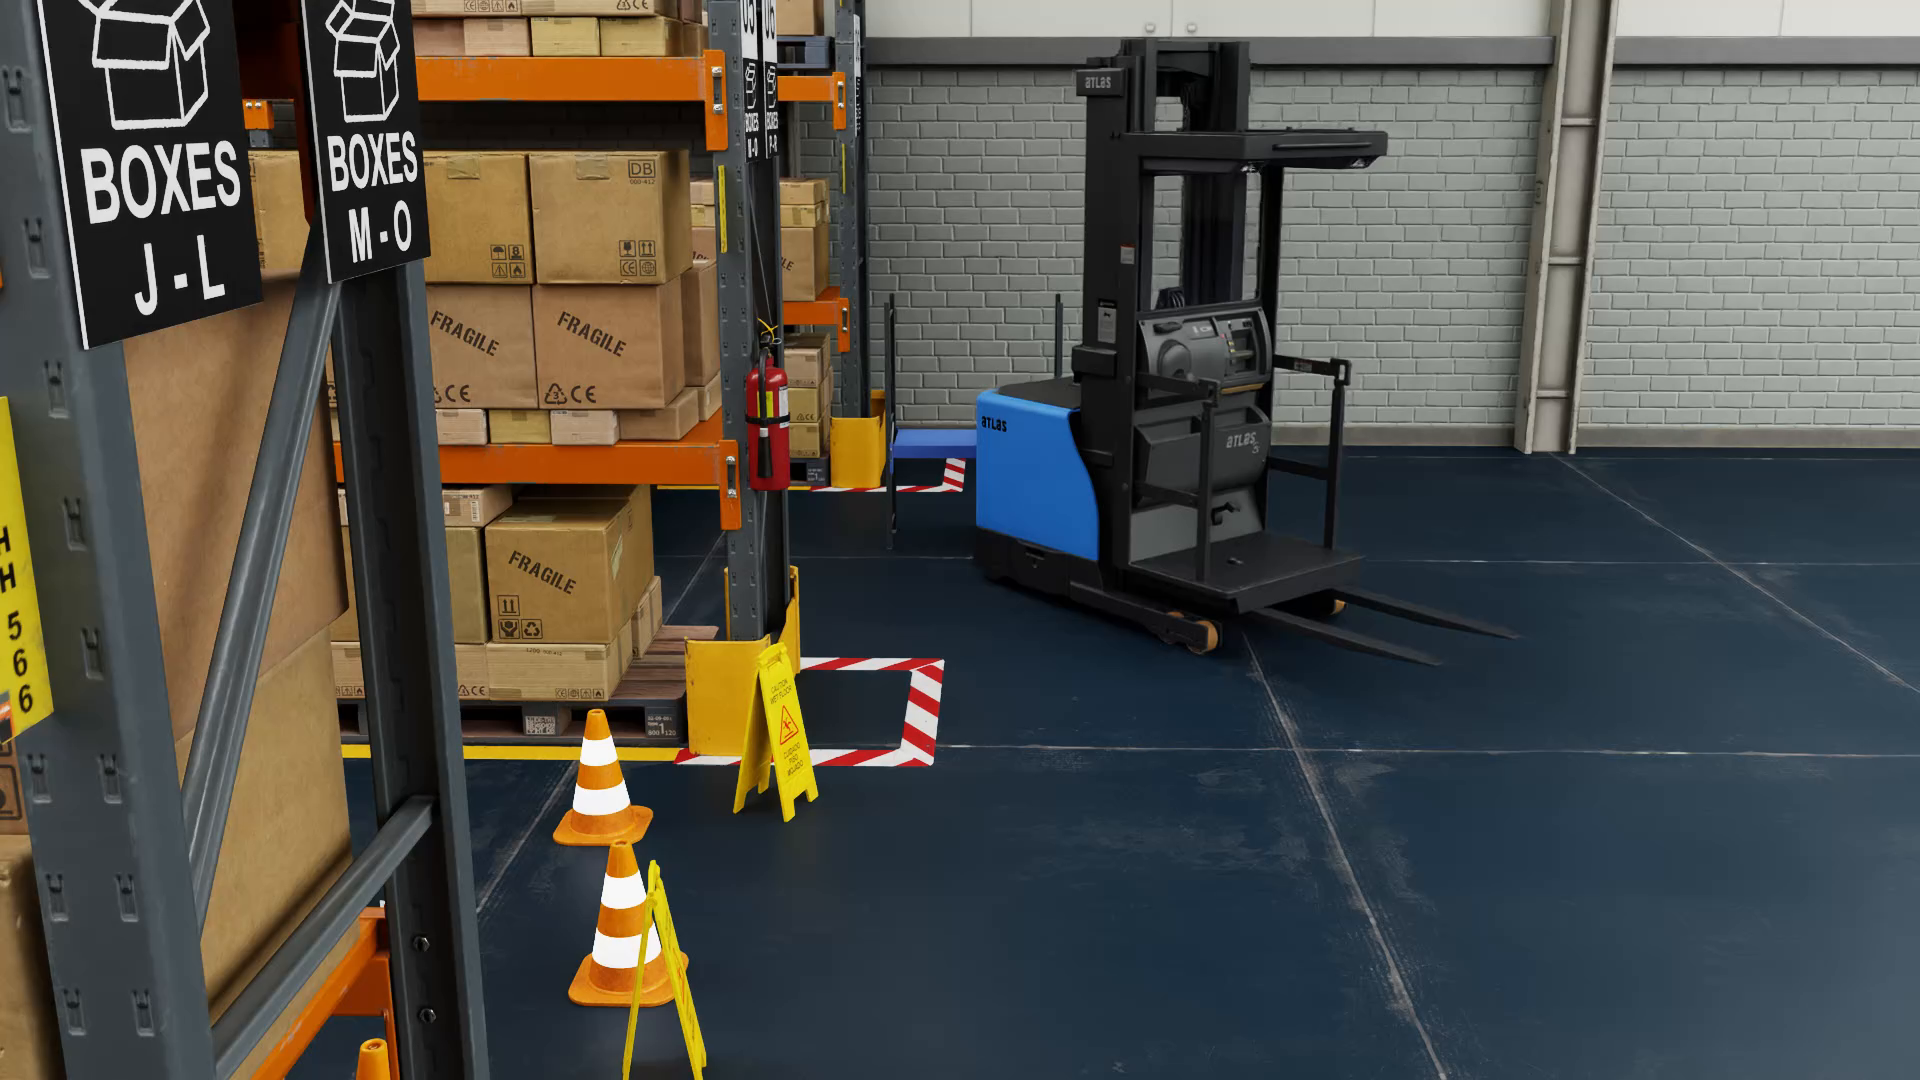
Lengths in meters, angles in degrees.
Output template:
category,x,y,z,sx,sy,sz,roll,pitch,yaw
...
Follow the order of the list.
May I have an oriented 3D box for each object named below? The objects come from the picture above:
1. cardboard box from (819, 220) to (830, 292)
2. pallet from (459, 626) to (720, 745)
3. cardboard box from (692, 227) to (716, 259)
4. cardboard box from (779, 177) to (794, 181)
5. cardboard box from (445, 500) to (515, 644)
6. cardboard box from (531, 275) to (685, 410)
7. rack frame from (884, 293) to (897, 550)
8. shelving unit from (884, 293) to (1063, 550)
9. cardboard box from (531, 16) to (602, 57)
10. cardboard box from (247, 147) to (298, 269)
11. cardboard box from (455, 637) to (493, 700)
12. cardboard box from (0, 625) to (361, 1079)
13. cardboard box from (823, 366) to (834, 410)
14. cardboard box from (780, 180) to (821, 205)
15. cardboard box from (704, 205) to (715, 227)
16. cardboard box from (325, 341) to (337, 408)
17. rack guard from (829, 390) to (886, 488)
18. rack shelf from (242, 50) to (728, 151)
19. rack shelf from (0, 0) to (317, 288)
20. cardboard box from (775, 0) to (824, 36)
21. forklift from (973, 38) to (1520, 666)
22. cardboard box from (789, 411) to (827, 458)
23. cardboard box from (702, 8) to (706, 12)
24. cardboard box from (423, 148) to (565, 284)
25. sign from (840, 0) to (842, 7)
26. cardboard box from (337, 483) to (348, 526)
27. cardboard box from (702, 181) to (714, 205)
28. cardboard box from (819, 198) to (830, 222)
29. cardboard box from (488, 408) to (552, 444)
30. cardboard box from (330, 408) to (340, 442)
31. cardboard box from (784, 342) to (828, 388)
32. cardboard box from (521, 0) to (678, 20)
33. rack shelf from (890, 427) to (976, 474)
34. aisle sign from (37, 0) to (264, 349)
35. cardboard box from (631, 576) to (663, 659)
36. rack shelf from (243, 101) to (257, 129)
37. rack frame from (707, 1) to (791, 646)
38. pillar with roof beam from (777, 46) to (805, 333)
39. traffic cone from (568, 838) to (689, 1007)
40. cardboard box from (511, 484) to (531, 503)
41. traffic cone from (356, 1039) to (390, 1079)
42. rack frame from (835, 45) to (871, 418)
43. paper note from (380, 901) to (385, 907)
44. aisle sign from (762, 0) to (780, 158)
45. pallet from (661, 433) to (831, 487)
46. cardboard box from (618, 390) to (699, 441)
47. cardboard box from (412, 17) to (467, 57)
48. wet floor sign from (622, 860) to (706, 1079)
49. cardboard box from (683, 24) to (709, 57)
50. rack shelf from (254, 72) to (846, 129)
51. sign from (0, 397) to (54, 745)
category,x,y,z,sx,sy,sz,roll,pitch,yaw
cardboard box,-1.241,-2.086,12.171,0.500,0.500,0.500,1,15,3
pallet,-1.763,0.636,7.517,1.213,0.211,1.003,0,15,1
cardboard box,-1.770,-1.954,11.670,0.500,0.500,0.500,1,15,3
cardboard box,-1.347,-2.544,12.051,0.250,0.149,0.380,1,15,3
cardboard box,-2.205,0.125,7.084,0.500,0.500,0.500,1,15,4
cardboard box,-1.425,-0.823,6.801,0.500,0.500,0.500,0,15,0
rack frame,-0.423,-0.728,10.159,0.032,1.500,0.500,0,15,1
shelving unit,0.085,-0.725,10.147,1.048,1.500,0.538,0,15,1
cardboard box,-1.489,-1.951,6.467,0.250,0.149,0.380,0,15,2
cardboard box,-2.905,-1.342,6.808,0.500,0.500,0.700,0,15,1
cardboard box,-2.208,0.487,7.183,0.500,0.250,0.500,0,15,2
cardboard box,-1.273,0.502,2.264,0.550,0.550,0.875,0,15,1
cardboard box,-1.218,-1.135,12.349,0.500,0.250,0.500,1,15,2
cardboard box,-1.116,-2.418,11.575,0.250,0.149,0.380,0,15,2
cardboard box,-1.621,-2.268,11.588,0.250,0.149,0.380,1,15,2
cardboard box,-2.426,-0.832,6.834,0.500,0.500,0.500,0,15,1
rack guard,-0.729,-0.755,12.221,0.348,0.500,1.175,0,15,1
rack shelf,-2.875,-1.813,6.863,4.000,0.370,1.077,0,15,1
rack shelf,-2.901,-0.550,2.076,4.000,0.370,1.077,0,15,1
cardboard box,-1.202,-3.655,11.217,0.500,0.500,0.500,1,15,3
forklift,1.399,-0.999,8.381,1.130,2.935,3.031,-12,19,-38
cardboard box,-1.231,-0.760,11.906,0.500,0.250,0.500,0,15,2
cardboard box,-1.842,-3.530,11.204,0.258,0.266,0.396,0,15,2
cardboard box,-1.898,-1.326,6.748,0.500,0.500,0.700,1,15,2
sign,-0.781,-3.666,10.893,0.005,0.325,0.100,0,15,1
cardboard box,-2.567,-0.176,6.953,0.250,0.149,0.380,1,15,4
cardboard box,-1.626,-2.407,11.531,0.250,0.149,0.380,1,15,3
cardboard box,-1.085,-2.394,12.067,0.250,0.149,0.380,0,15,0
cardboard box,-1.767,-0.505,6.866,0.250,0.149,0.380,0,15,0
cardboard box,-2.536,-0.515,6.903,0.250,0.149,0.380,0,15,1
cardboard box,-1.221,-1.244,11.783,0.500,0.250,0.500,1,15,3
cardboard box,-1.394,-2.154,6.456,0.500,0.250,0.500,0,15,1
rack shelf,0.085,-0.551,10.192,1.000,0.185,0.538,0,15,1
aisle sign,-0.838,-0.615,1.694,0.004,0.787,0.394,0,15,1
cardboard box,-1.675,0.353,7.689,0.500,0.250,0.500,0,15,1
rack shelf,-6.751,-3.105,11.760,4.000,0.370,1.077,0,15,1
rack frame,-0.876,-0.698,7.105,0.127,3.000,1.000,0,15,1
pillar with roof beam,-1.536,-4.001,7.865,0.400,9.000,9.100,0,15,1
traffic cone,-1.027,1.140,5.111,0.334,0.463,0.336,0,15,1
cardboard box,-2.222,-0.012,7.602,0.500,0.500,0.500,0,15,-1
traffic cone,-1.396,1.426,4.027,0.334,0.463,0.336,0,15,1
rack frame,-0.753,-1.964,11.903,0.127,3.000,1.000,0,15,1
paper note,-1.872,1.239,5.583,0.142,0.019,0.148,-5,16,-18
aisle sign,-0.806,-2.033,7.071,0.004,0.787,0.394,0,15,1
pallet,-1.518,-0.610,12.237,1.213,0.211,1.003,0,15,1
cardboard box,-1.255,-0.524,6.940,0.250,0.149,0.380,1,15,3
cardboard box,-2.006,-1.980,6.577,0.250,0.149,0.380,0,15,2
wet floor sign,-0.822,1.199,4.531,0.232,0.644,0.267,-2,15,-8
cardboard box,-1.199,-2.112,7.076,0.250,0.149,0.380,0,15,1
rack shelf,-2.752,-3.079,11.661,4.000,0.370,1.077,0,15,1
sign,-0.929,0.029,1.616,0.005,0.325,0.100,0,15,1
